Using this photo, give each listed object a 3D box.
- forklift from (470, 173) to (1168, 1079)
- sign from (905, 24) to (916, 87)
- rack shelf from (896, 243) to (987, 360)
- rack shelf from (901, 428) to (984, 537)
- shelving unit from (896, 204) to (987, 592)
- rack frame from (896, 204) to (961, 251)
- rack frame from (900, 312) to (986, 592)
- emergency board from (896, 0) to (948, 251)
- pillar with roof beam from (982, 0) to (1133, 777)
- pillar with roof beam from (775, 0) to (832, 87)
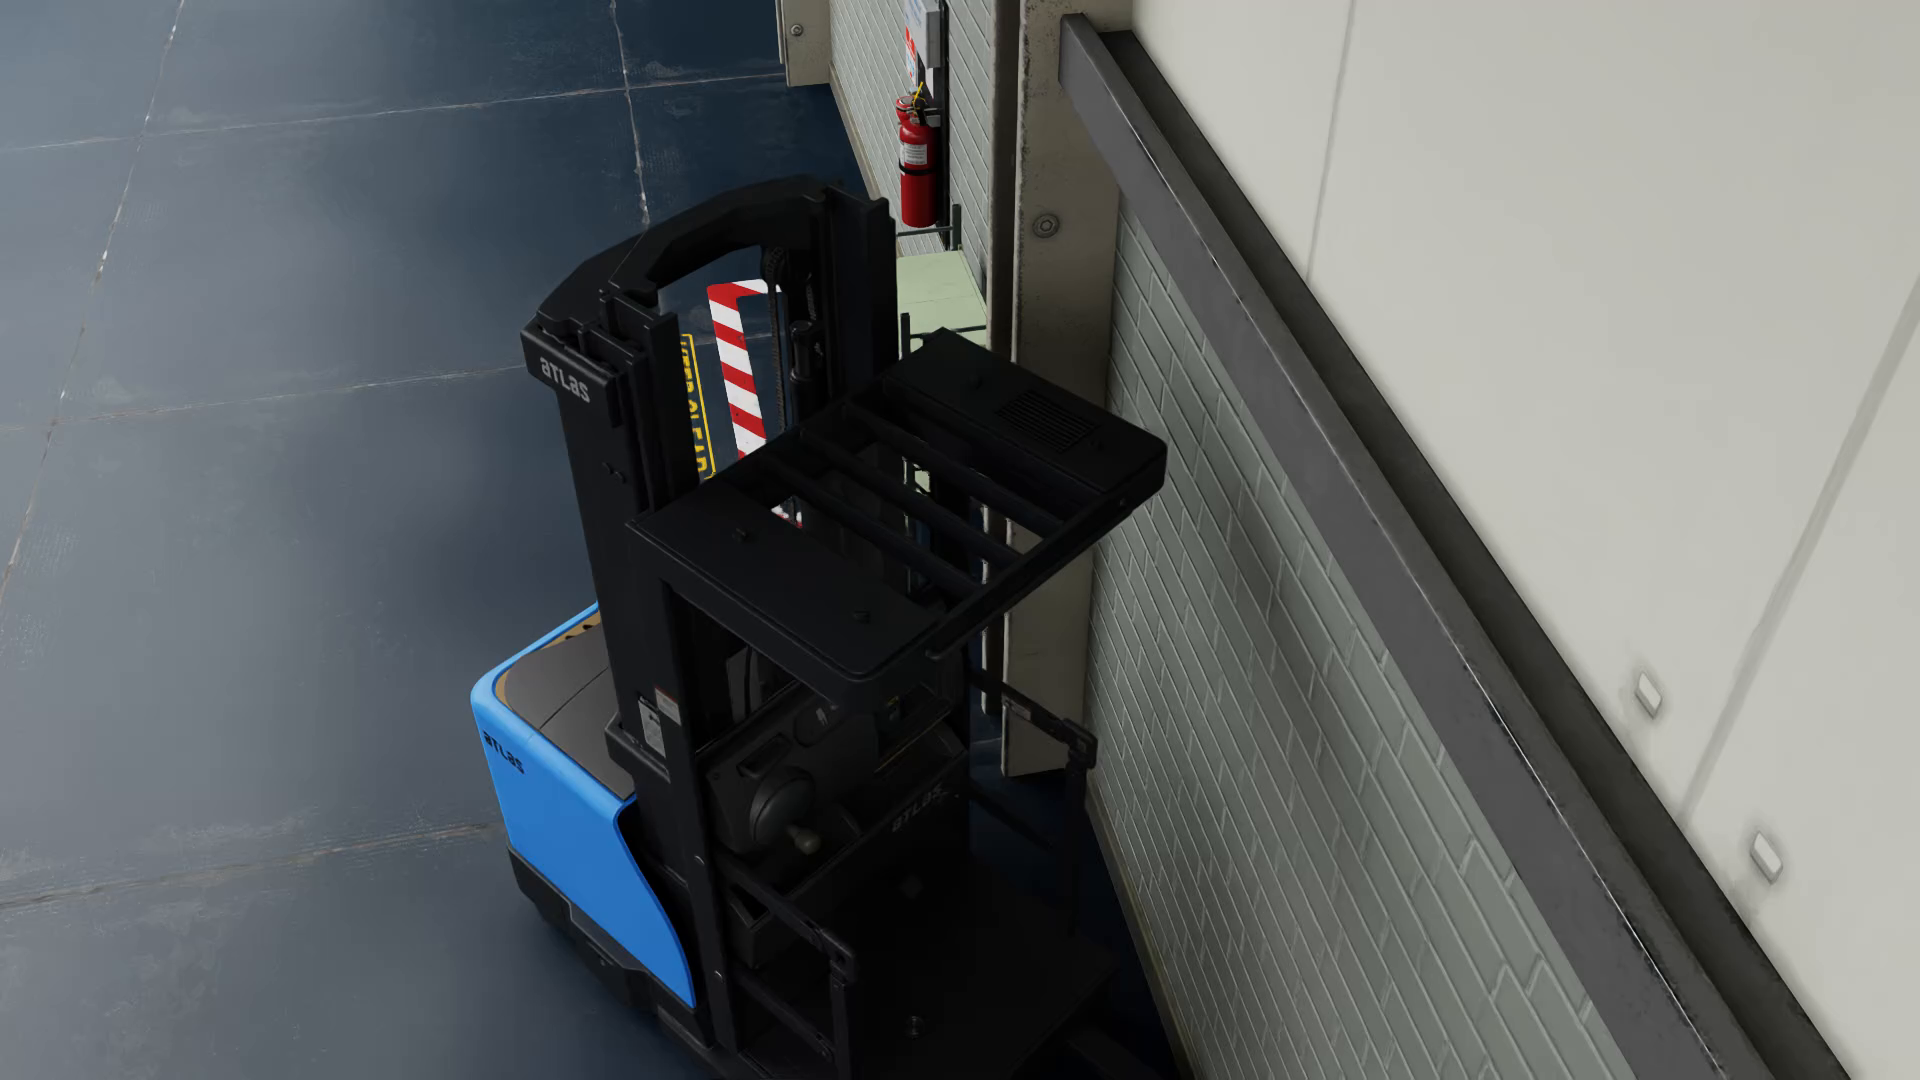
[{"bbox_3d":[-0.181,0.600,4.648,3.031,2.935,1.130,31,50,30],"label":"forklift"},{"bbox_3d":[-0.235,-2.340,7.881,0.001,0.329,0.234,-8,42,-9],"label":"sign"},{"bbox_3d":[-0.110,-0.839,6.759,0.431,0.370,0.720,-9,42,-10],"label":"rack shelf"},{"bbox_3d":[-0.110,-0.304,7.235,0.431,0.370,0.720,-9,42,-10],"label":"rack shelf"},{"bbox_3d":[-0.110,-0.547,7.018,0.431,1.500,0.755,-9,42,-10],"label":"shelving unit"},{"bbox_3d":[-0.192,-0.784,7.285,0.400,1.500,0.023,-9,42,-10],"label":"rack frame"},{"bbox_3d":[-0.028,-0.310,6.752,0.400,1.500,0.023,-9,42,-10],"label":"rack frame"},{"bbox_3d":[-0.216,-1.953,7.472,0.194,1.169,0.643,-8,42,-9],"label":"emergency board"},{"bbox_3d":[-3.924,-1.972,2.975,9.100,9.000,0.400,-8,42,-9],"label":"pillar with roof beam"},{"bbox_3d":[-5.219,-5.862,7.357,9.100,9.000,0.400,-8,42,-9],"label":"pillar with roof beam"}]
